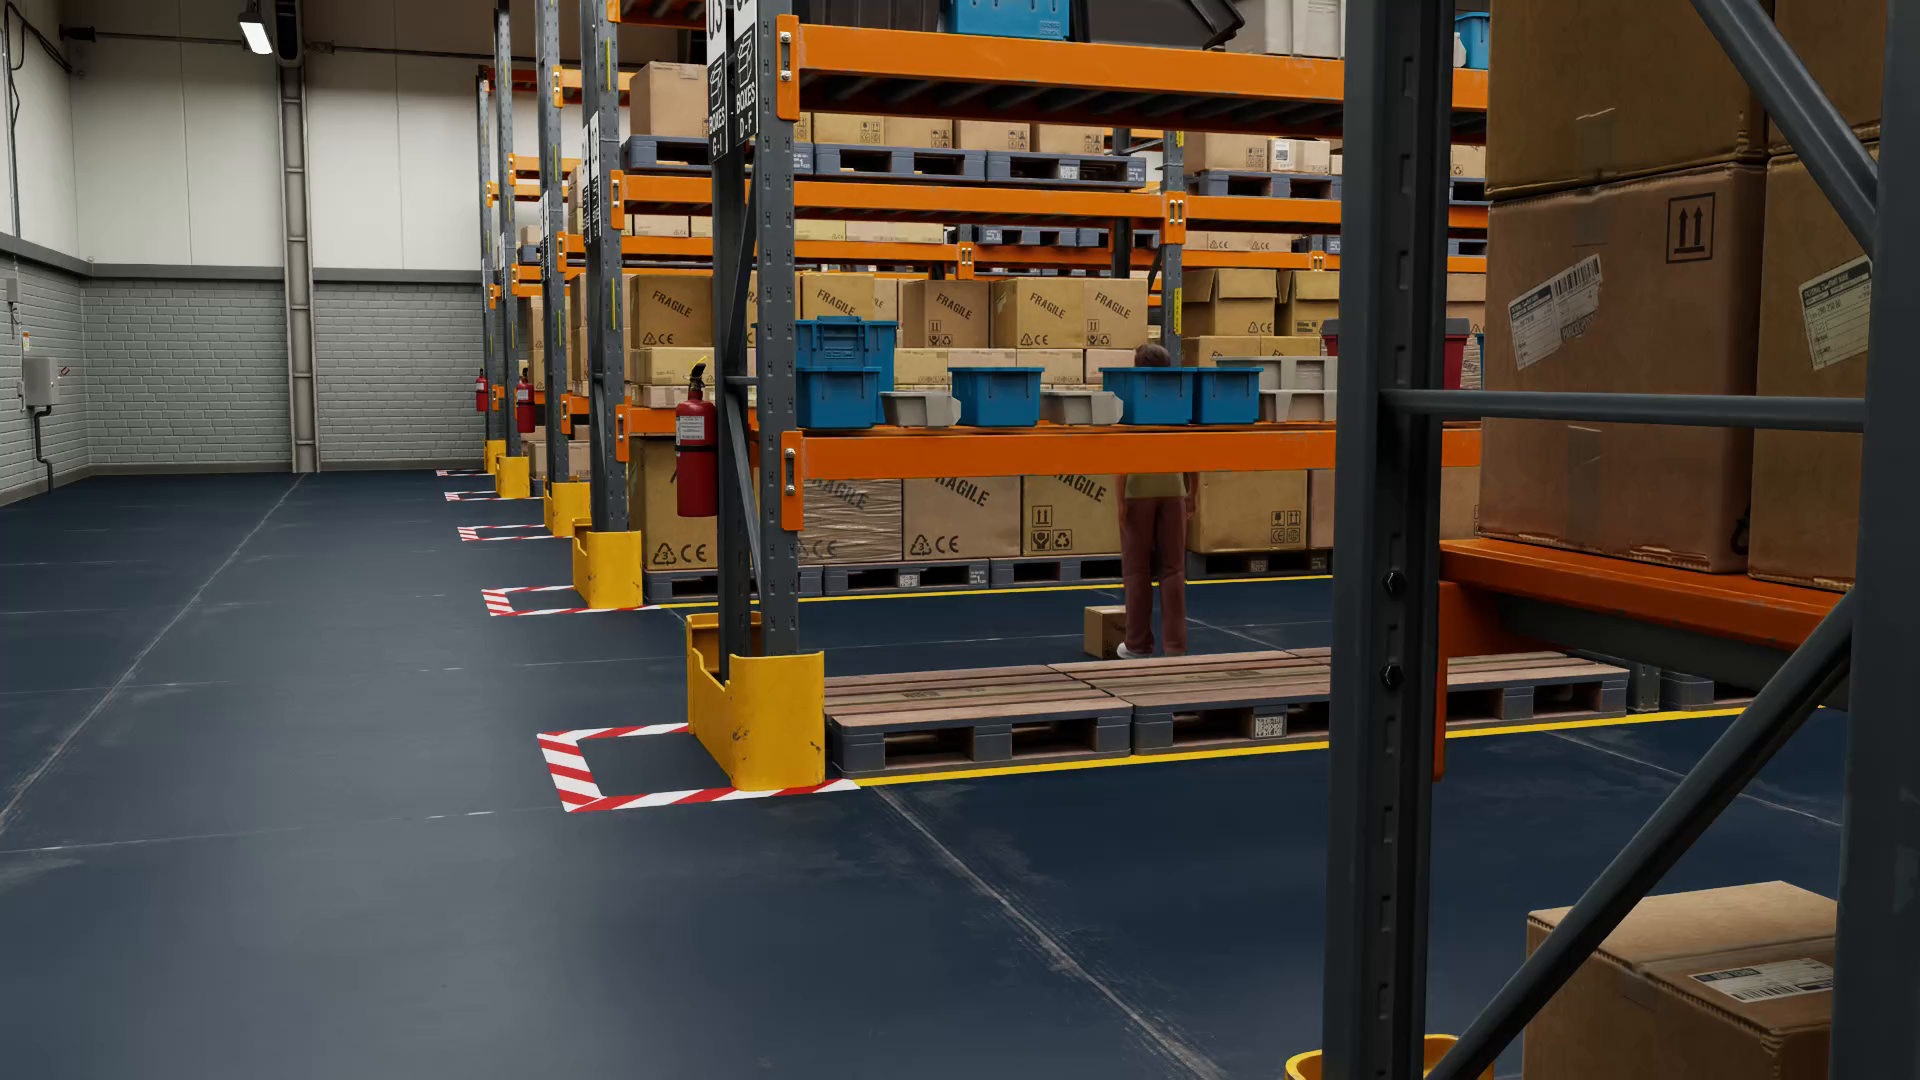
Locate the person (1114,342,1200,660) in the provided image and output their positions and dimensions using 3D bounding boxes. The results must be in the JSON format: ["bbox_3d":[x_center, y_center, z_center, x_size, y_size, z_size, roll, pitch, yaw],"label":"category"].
[{"bbox_3d":[1.000,-0.180,8.638,0.502,1.683,0.469,-1,6,-11],"label":"person"}]
